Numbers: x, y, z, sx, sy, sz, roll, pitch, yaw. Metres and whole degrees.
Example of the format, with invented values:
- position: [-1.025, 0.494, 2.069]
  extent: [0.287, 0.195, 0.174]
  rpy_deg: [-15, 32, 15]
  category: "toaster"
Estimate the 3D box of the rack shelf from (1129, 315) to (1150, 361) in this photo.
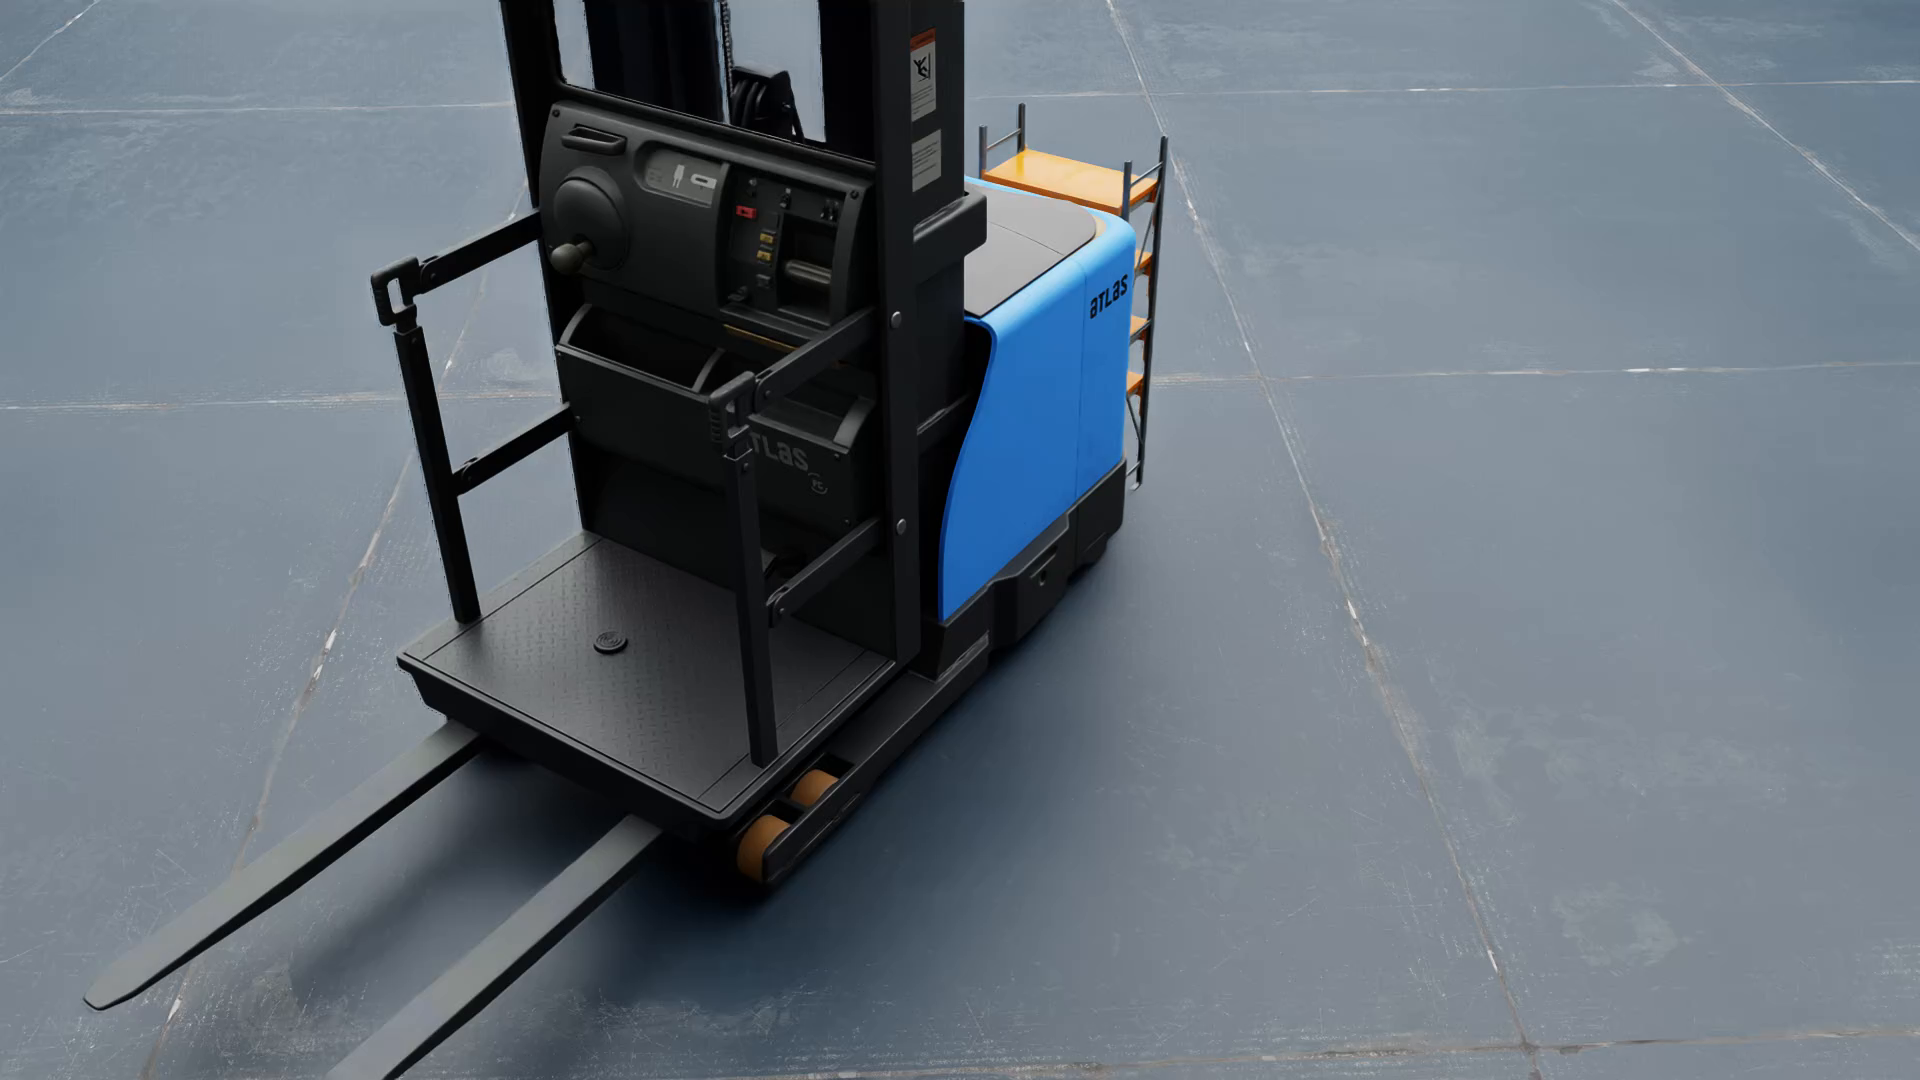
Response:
- position: [0.331, -0.649, 5.252]
  extent: [0.480, 0.148, 0.258]
  rpy_deg: [21, 40, 27]
  category: "rack shelf"

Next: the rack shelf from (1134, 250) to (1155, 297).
- position: [0.331, -0.833, 5.125]
  extent: [0.480, 0.148, 0.258]
  rpy_deg: [21, 40, 27]
  category: "rack shelf"

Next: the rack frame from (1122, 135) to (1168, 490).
- position: [0.535, -0.628, 5.103]
  extent: [0.015, 1.200, 0.240]
  rpy_deg: [21, 40, 27]
  category: "rack frame"

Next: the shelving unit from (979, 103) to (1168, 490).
- position: [0.331, -0.705, 5.213]
  extent: [0.503, 1.200, 0.258]
  rpy_deg: [21, 40, 27]
  category: "shelving unit"

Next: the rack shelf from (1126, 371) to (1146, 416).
- position: [0.331, -0.486, 5.365]
  extent: [0.480, 0.148, 0.258]
  rpy_deg: [21, 40, 27]
  category: "rack shelf"

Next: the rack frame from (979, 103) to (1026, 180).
- position: [0.128, -0.781, 5.324]
  extent: [0.015, 1.200, 0.240]
  rpy_deg: [21, 40, 27]
  category: "rack frame"

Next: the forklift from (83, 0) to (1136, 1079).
- position: [-0.721, -0.678, 3.654]
  extent: [1.130, 2.935, 3.031]
  rpy_deg: [21, 40, 27]
  category: "forklift"

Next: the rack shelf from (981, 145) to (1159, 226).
- position: [0.332, -1.028, 4.990]
  extent: [0.480, 0.148, 0.258]
  rpy_deg: [21, 40, 27]
  category: "rack shelf"
